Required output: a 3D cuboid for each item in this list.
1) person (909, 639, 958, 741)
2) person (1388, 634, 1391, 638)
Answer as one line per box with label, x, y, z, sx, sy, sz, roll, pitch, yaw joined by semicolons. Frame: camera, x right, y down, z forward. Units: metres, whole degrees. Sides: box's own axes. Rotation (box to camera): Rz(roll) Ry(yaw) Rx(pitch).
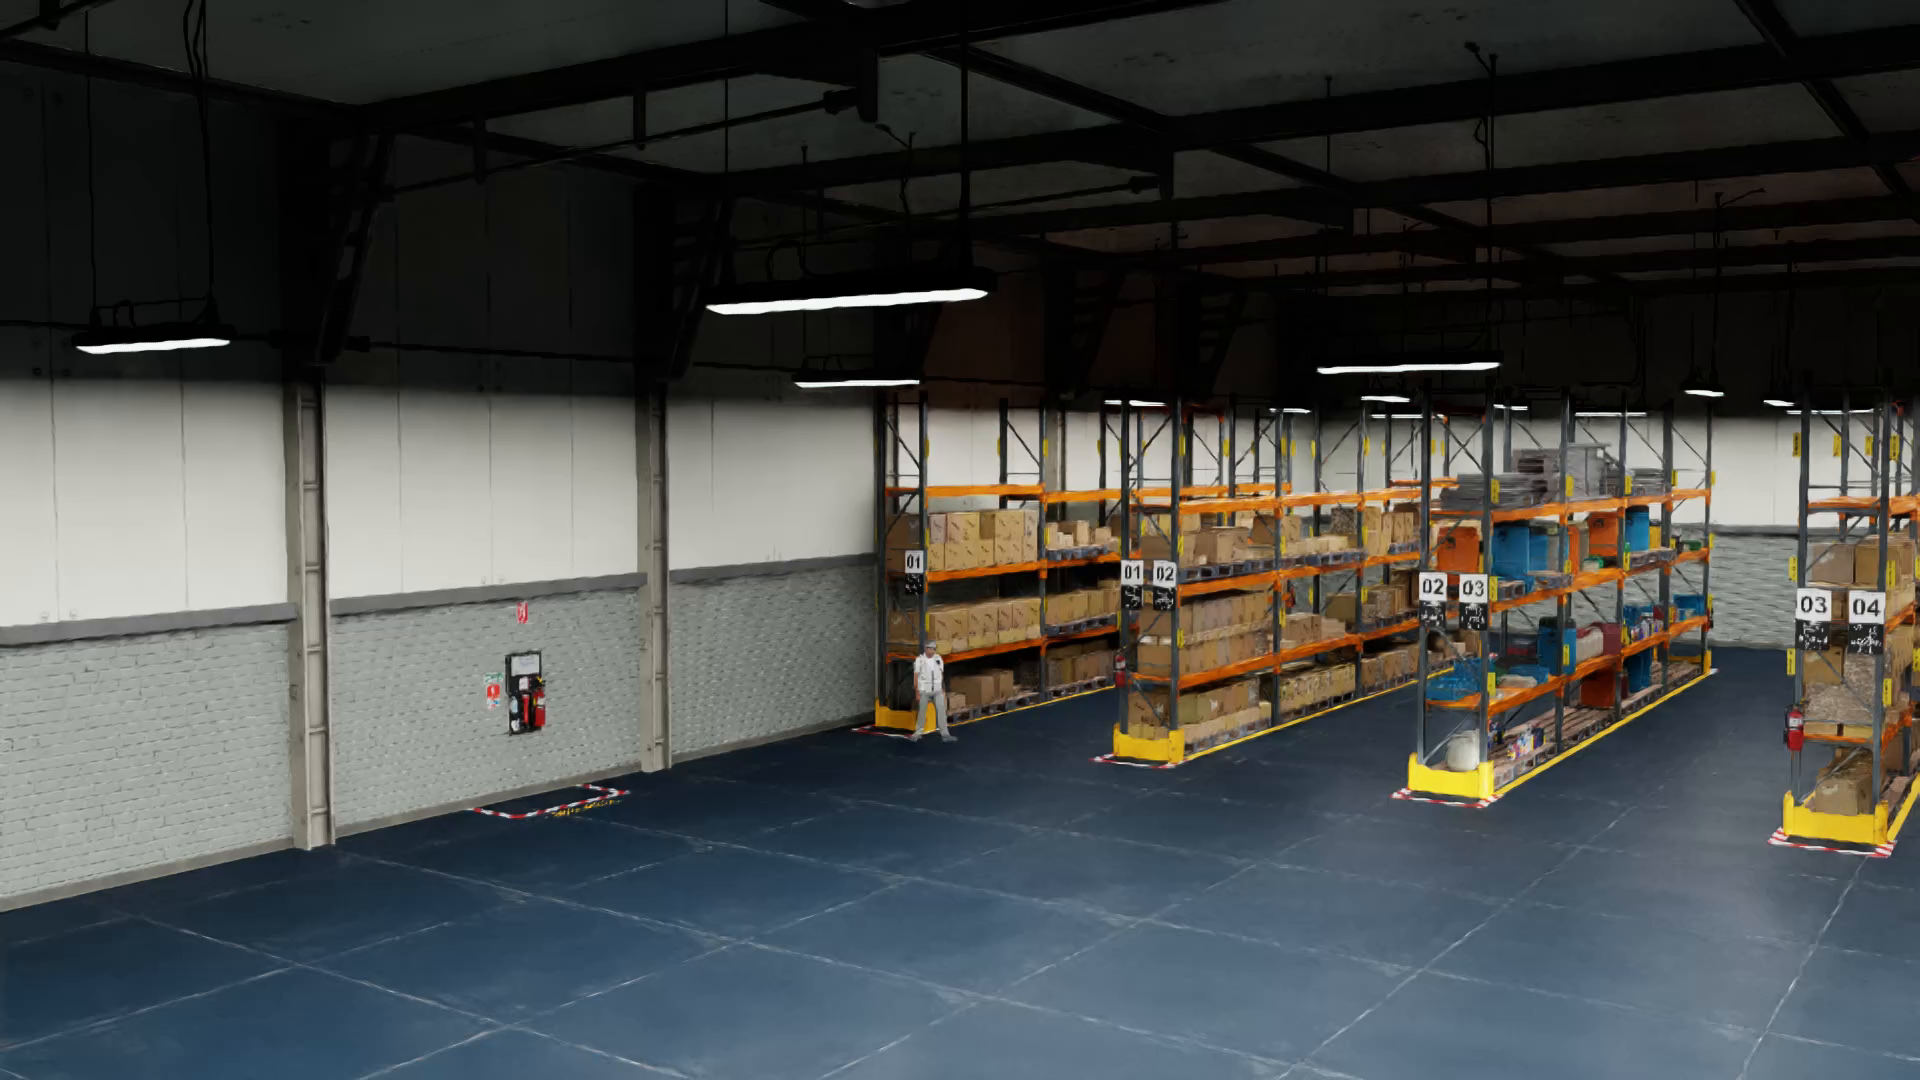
person;-0.473;2.544;28.283;0.769;1.753;0.586;-1;3;-18
person;10.260;1.869;40.251;0.626;1.768;0.576;-1;3;-24
